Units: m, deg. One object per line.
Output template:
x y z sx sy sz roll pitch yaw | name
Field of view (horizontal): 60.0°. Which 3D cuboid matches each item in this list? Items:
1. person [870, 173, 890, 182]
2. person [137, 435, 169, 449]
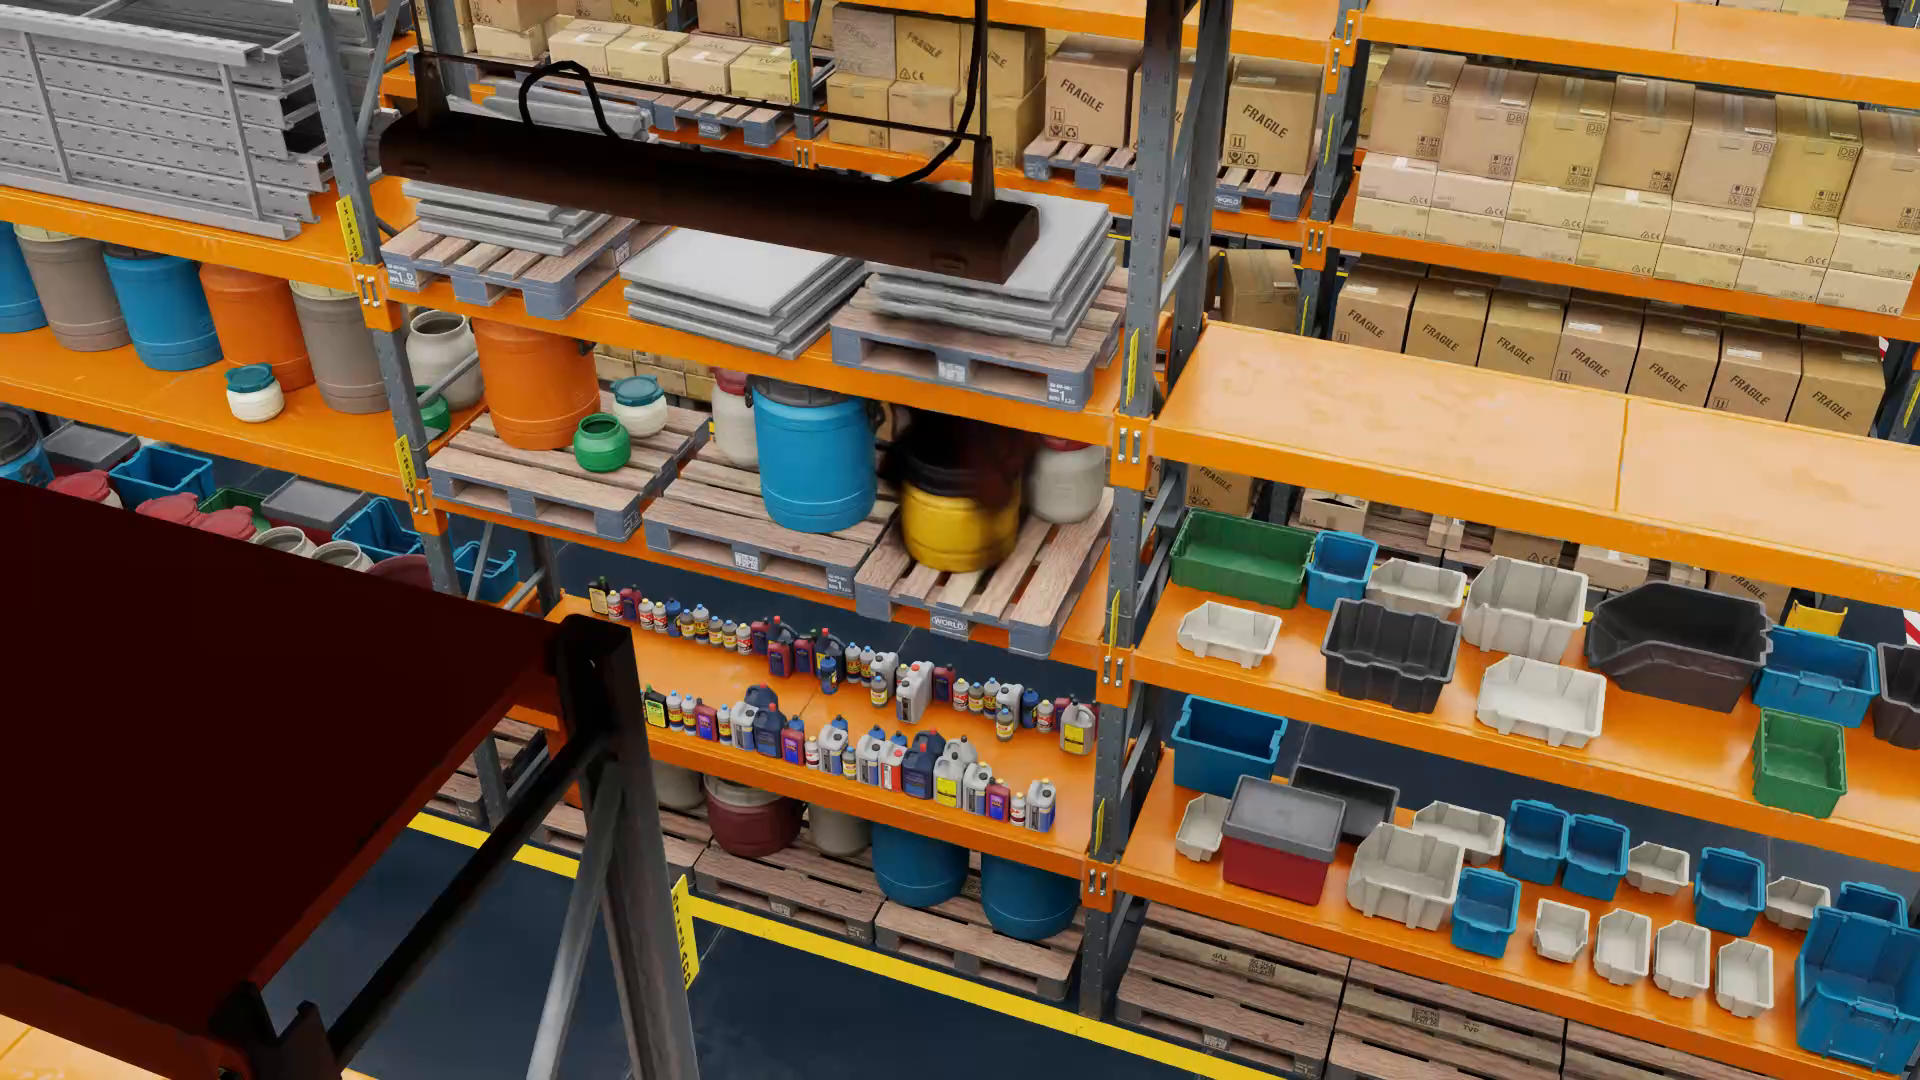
-0.685 -2.633 15.561 1.092 1.704 0.545 12 38 15 | person
-6.481 -0.826 13.018 0.655 1.742 0.646 12 38 16 | person
